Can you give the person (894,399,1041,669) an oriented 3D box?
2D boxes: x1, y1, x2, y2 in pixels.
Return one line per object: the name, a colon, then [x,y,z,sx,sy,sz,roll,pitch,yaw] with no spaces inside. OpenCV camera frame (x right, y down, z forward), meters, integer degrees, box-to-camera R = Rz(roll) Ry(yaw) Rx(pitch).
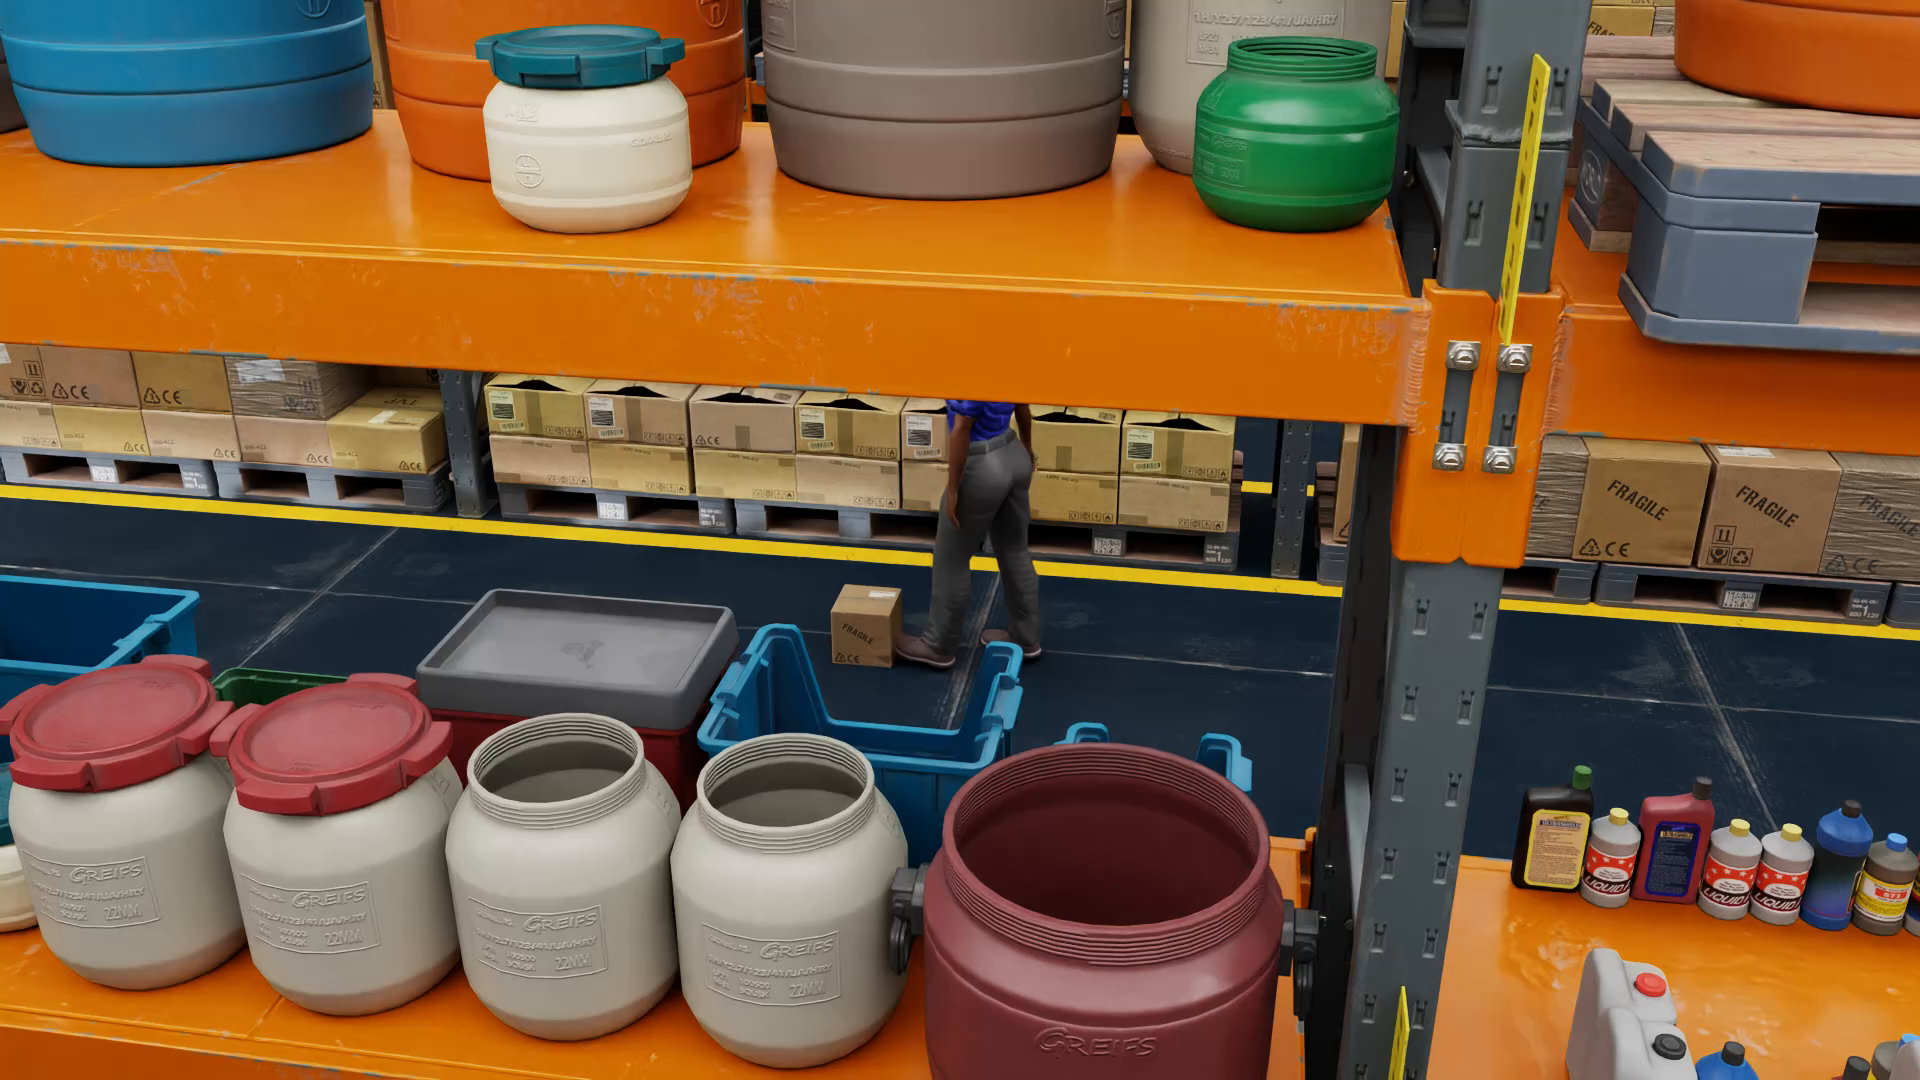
person: [0.084,-0.304,6.729,0.562,1.657,0.639,14,28,27]
